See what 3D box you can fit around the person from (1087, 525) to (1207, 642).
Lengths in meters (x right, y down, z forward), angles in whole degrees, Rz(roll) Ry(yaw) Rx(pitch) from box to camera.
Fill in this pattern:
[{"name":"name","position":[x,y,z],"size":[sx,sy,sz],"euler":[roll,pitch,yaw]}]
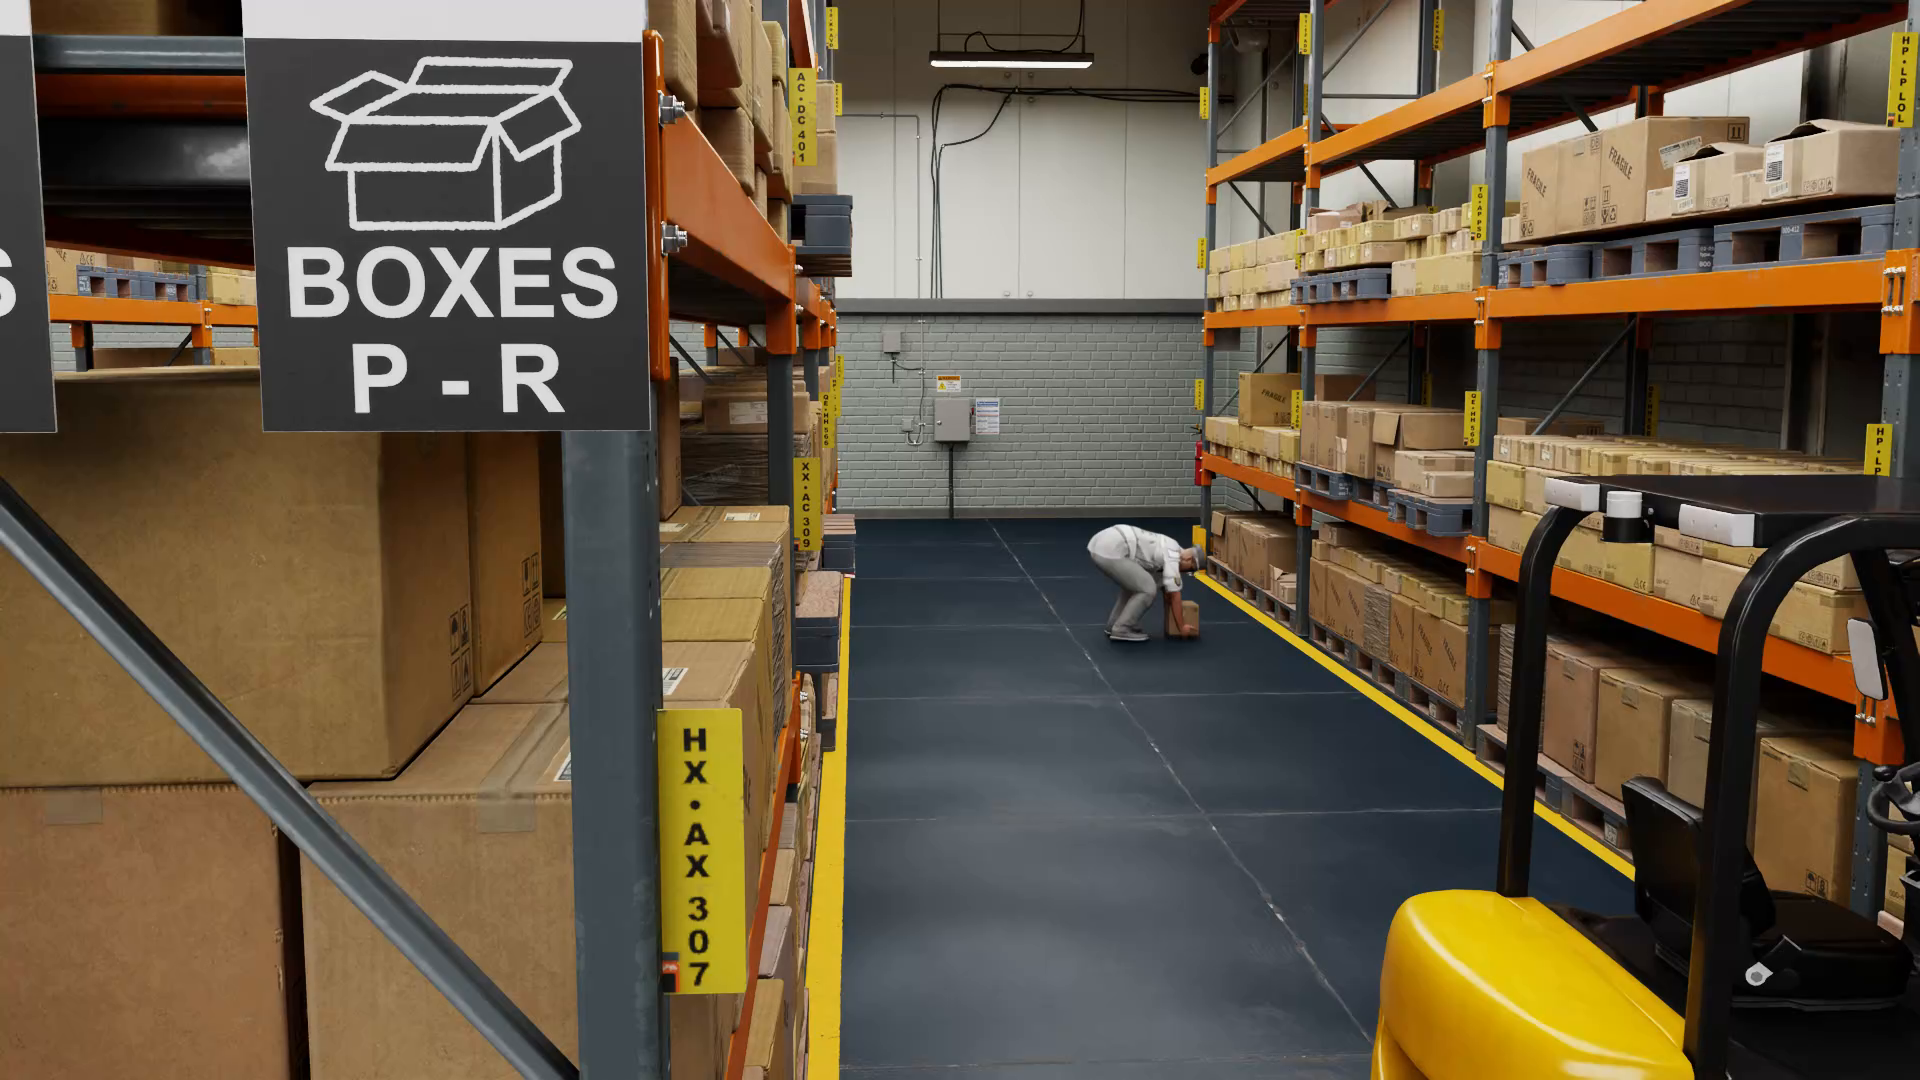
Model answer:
[{"name":"person","position":[1.594,0.353,14.075],"size":[1.021,0.967,0.538],"euler":[-1,7,-6]}]
